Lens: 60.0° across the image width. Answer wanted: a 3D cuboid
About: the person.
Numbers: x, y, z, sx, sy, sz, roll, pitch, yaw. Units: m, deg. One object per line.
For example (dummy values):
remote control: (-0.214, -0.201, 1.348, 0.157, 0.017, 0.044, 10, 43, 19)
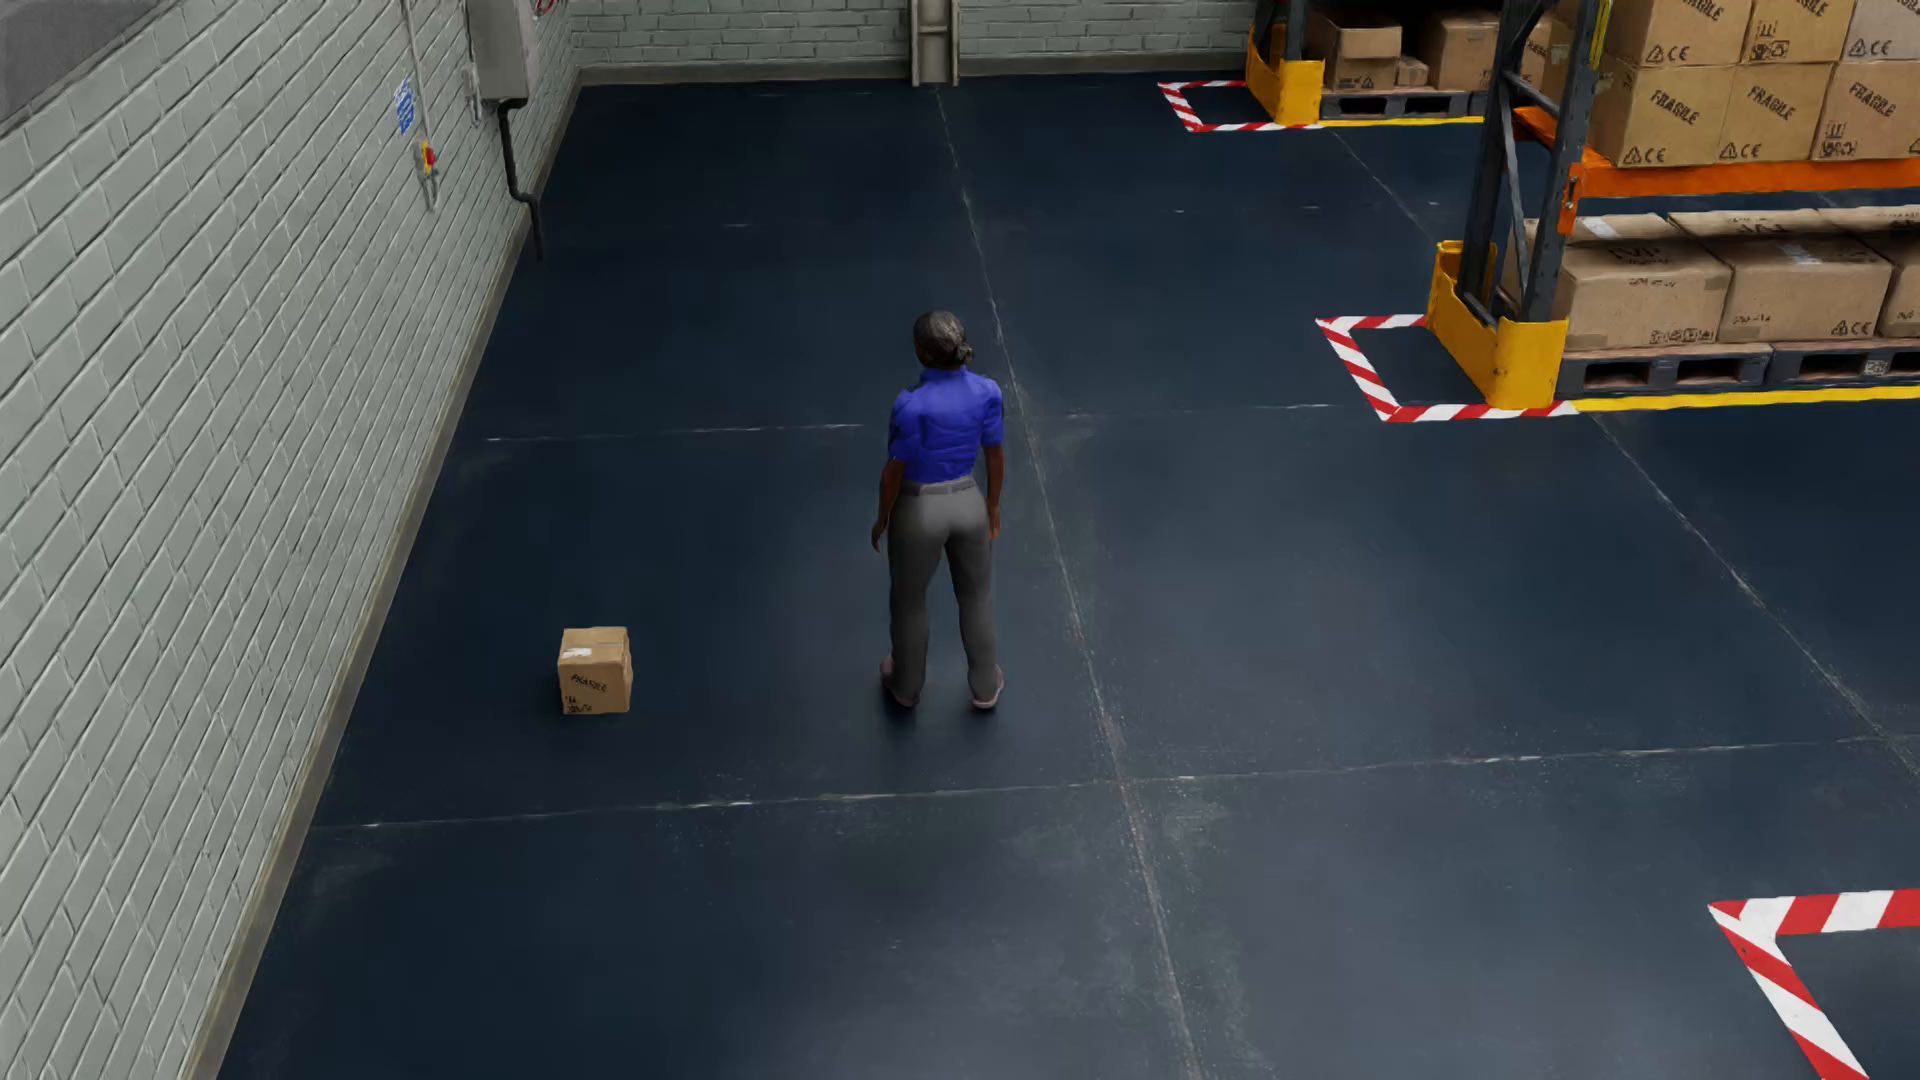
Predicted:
person: (-0.078, -0.107, 6.265, 0.535, 1.666, 0.437, -14, 34, -22)
